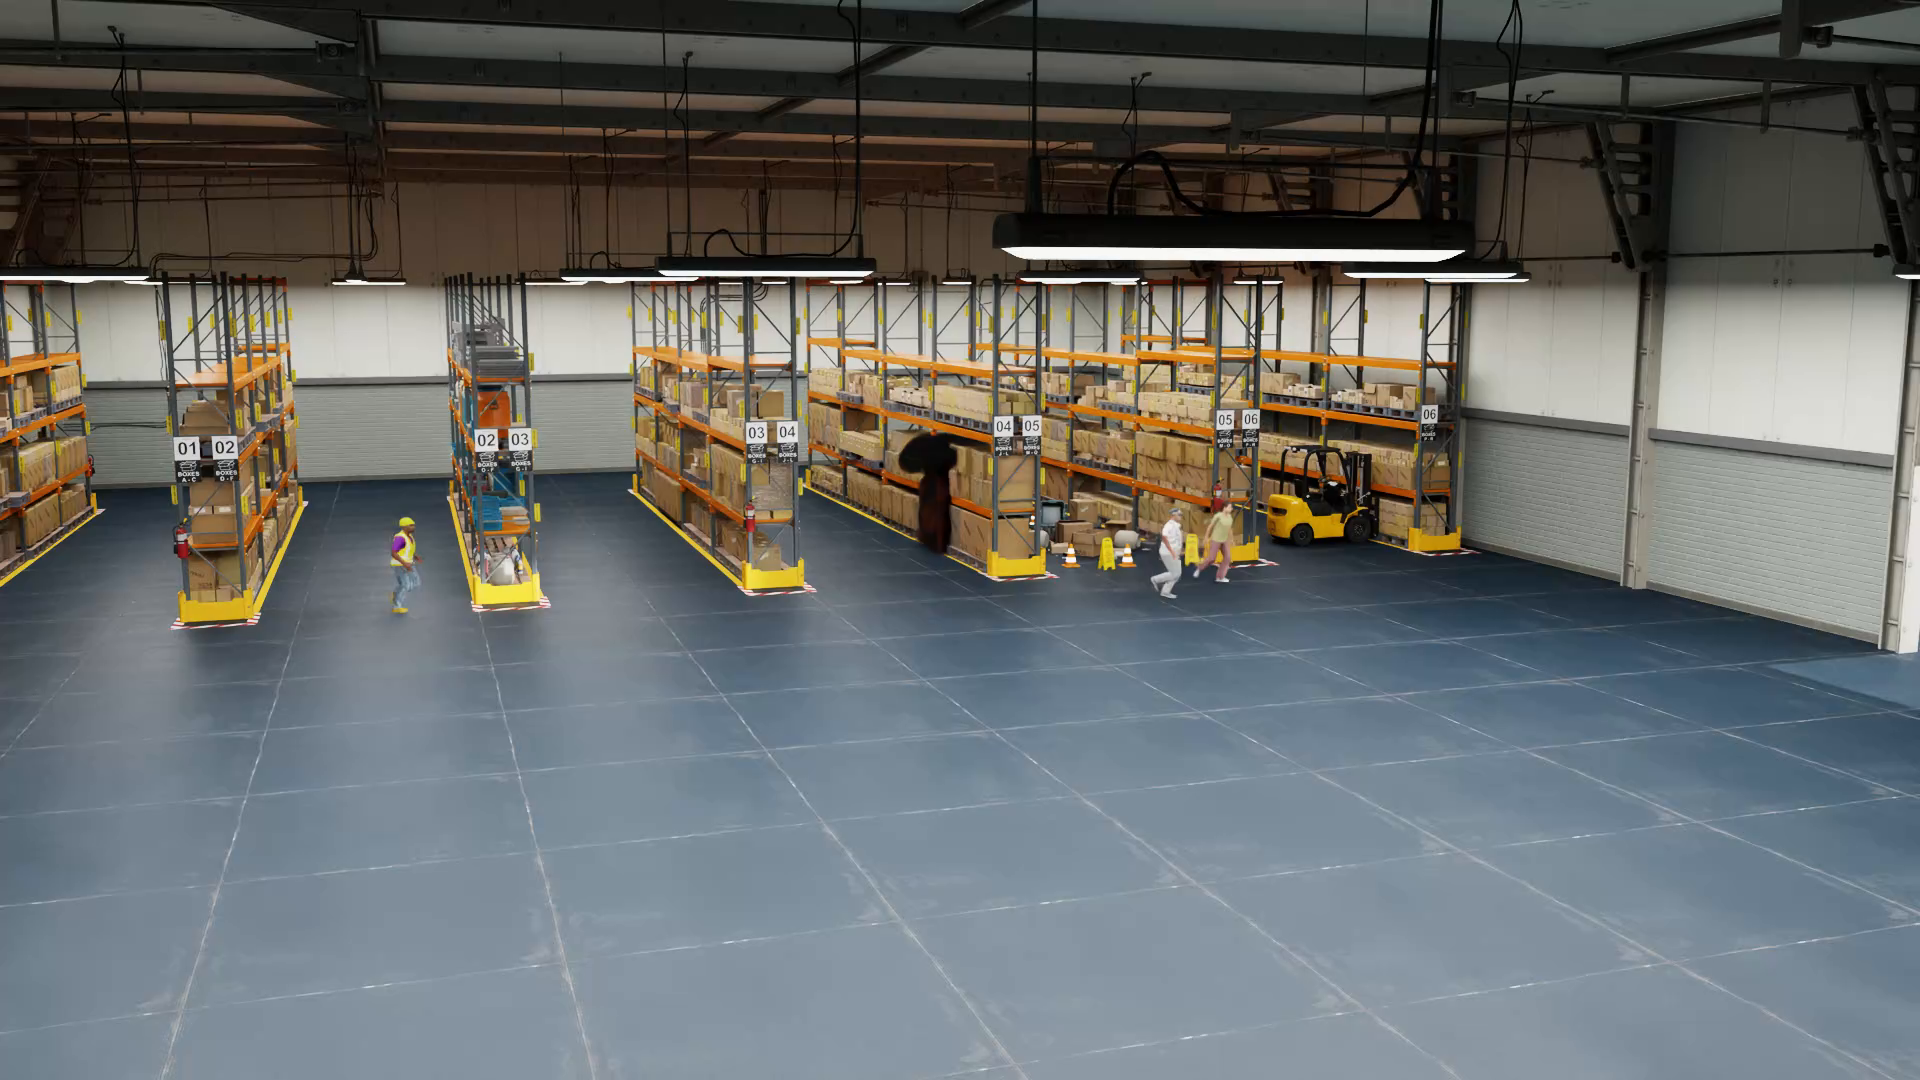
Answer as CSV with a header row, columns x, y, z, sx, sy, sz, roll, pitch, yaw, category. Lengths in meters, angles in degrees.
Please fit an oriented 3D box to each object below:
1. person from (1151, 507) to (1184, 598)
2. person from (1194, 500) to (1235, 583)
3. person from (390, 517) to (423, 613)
x,y,z,sx,sy,sz,roll,pitch,yaw,category
3.855,0.227,30.972,0.572,1.720,0.662,4,9,23,person
5.019,0.006,32.686,0.640,1.611,0.725,-7,11,-37,person
-9.906,0.438,29.577,0.545,1.699,0.673,1,9,6,person
